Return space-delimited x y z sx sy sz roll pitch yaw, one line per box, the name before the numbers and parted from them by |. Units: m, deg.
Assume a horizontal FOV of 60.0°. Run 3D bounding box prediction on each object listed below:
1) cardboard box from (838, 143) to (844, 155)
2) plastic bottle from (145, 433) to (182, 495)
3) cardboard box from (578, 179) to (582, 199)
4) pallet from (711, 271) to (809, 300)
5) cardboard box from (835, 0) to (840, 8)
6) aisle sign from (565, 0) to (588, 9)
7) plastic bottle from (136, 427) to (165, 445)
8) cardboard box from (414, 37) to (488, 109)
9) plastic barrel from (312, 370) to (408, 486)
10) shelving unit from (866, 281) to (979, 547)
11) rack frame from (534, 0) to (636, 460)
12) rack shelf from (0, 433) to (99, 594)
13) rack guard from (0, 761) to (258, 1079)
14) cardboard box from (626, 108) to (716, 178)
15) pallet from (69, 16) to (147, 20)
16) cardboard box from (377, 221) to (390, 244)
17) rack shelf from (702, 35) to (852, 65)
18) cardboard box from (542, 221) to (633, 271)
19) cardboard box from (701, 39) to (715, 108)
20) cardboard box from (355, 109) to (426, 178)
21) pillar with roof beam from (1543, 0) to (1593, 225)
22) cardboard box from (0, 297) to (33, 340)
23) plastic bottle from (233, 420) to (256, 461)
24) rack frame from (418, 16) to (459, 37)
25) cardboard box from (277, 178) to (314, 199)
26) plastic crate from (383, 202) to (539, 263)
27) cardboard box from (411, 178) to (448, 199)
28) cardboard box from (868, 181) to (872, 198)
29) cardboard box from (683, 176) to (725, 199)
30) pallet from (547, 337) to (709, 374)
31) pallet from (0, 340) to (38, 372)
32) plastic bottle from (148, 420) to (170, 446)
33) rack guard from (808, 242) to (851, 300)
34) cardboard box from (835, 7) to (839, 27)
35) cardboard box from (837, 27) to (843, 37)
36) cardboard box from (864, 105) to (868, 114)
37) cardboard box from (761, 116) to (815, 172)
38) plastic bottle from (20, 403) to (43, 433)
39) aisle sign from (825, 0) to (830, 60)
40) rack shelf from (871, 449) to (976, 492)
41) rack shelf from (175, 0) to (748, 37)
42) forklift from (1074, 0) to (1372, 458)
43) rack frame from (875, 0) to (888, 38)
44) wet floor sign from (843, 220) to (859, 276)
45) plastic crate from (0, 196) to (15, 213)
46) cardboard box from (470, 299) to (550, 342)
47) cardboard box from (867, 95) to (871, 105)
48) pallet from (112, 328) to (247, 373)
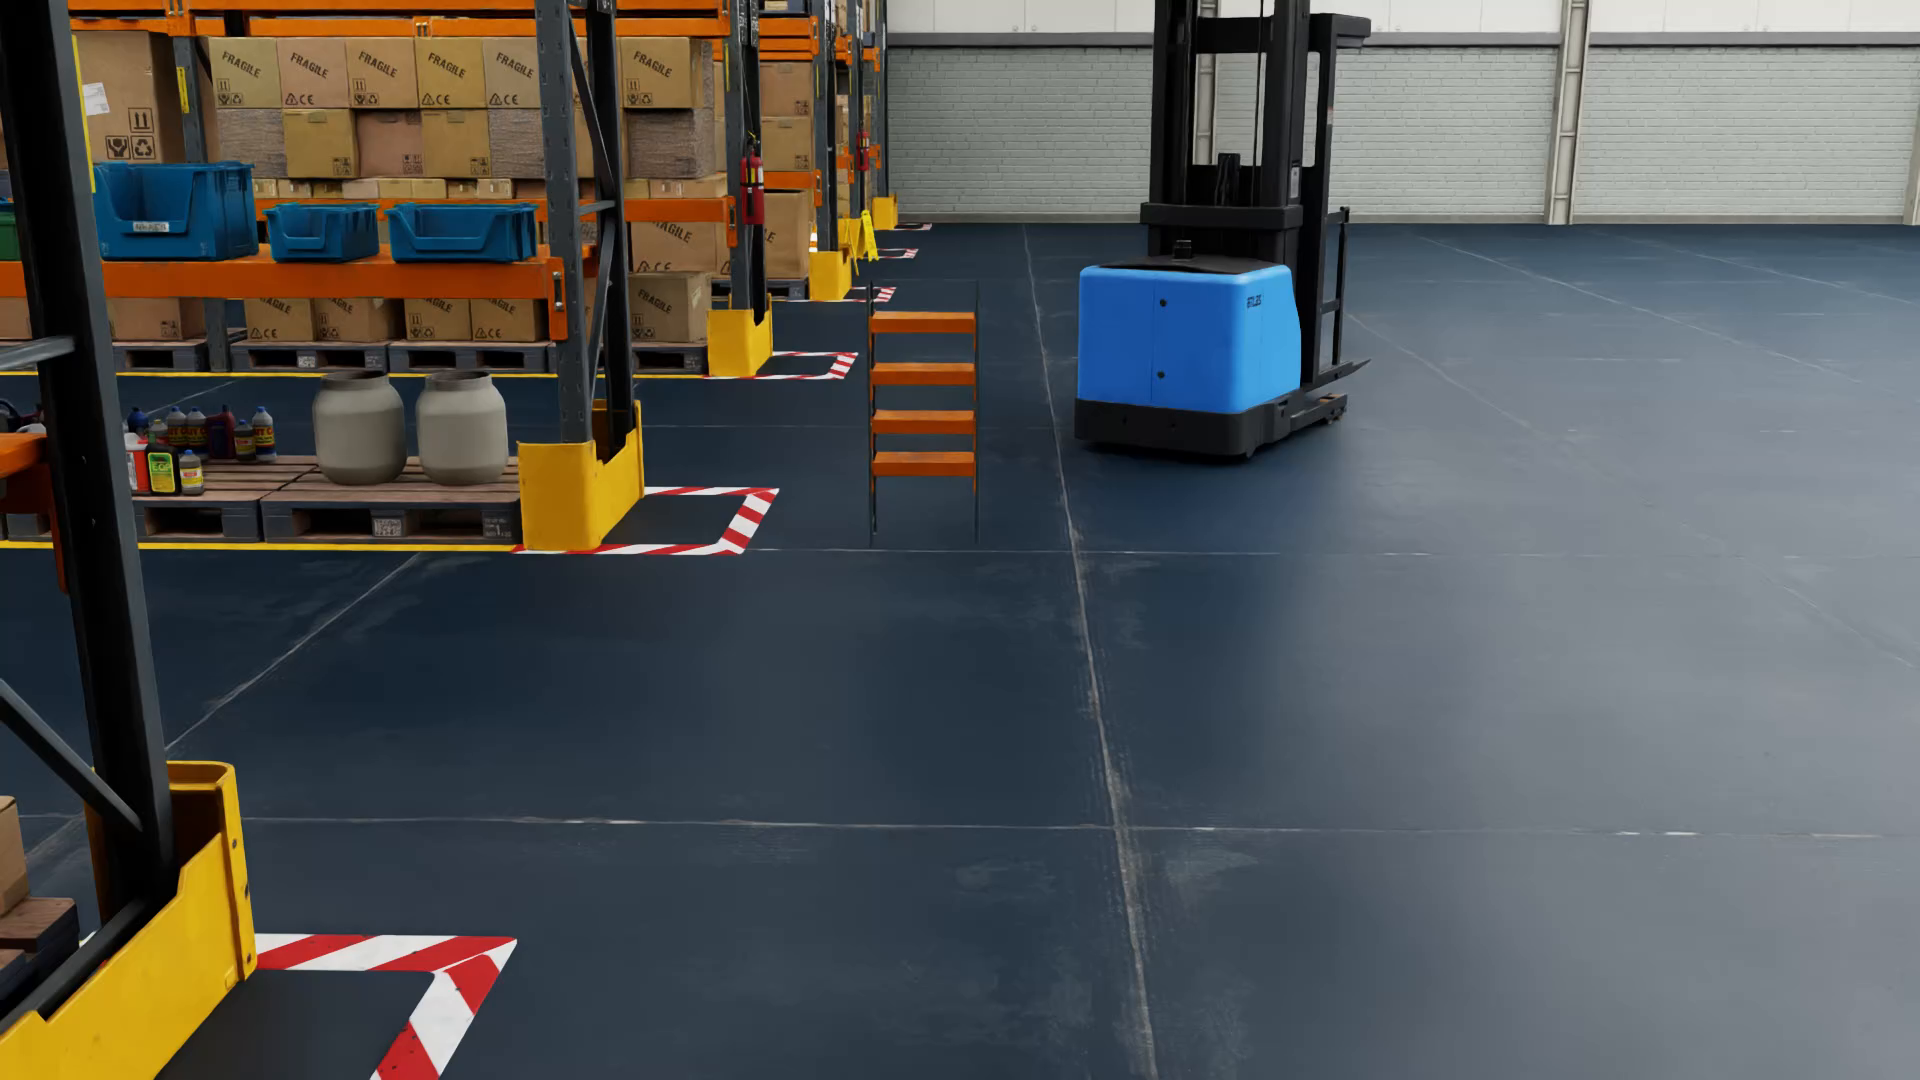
cardboard box | -1.715 -5.285 22.483 0.250 0.149 0.380 0 15 2
plastic bottle | -3.725 -0.356 7.774 0.133 0.283 0.061 1 15 3
cardboard box | -2.924 -2.660 12.534 0.250 0.149 0.380 0 15 1
pallet | -2.208 -2.725 17.755 1.213 0.211 1.003 0 15 1
cardboard box | -1.731 -7.120 21.996 0.250 0.149 0.380 0 15 1
aisle sign | -1.696 -2.742 7.256 0.004 0.787 0.394 0 15 1
plastic bottle | -3.857 -0.396 7.924 0.133 0.283 0.061 0 15 1
cardboard box | -3.690 -3.451 12.302 0.500 0.500 0.500 0 15 1
plastic barrel | -2.922 -0.549 8.095 0.421 0.512 0.421 0 15 0
shelving unit | -0.165 -0.581 7.691 0.503 1.200 0.258 0 15 1
rack frame | -1.761 -1.561 7.876 0.127 3.000 1.000 0 15 1
rack shelf | -3.890 0.037 3.230 4.000 0.370 1.077 0 15 1
rack guard | -1.867 0.911 3.407 0.348 0.500 1.175 0 15 1
cardboard box | -2.183 -3.027 12.653 0.500 0.500 0.875 0 15 1
pallet | -8.759 -5.509 17.330 1.003 0.211 1.213 1 15 4
cardboard box | -6.028 -3.211 17.716 0.750 0.750 1.050 0 15 1
rack shelf | -3.380 -6.467 22.001 4.000 0.370 1.077 0 15 1
cardboard box | -3.877 -3.263 17.670 0.875 0.875 0.875 0 15 2
cardboard box | -2.177 -3.573 12.763 0.500 0.500 0.500 0 15 1
cardboard box | -4.183 -3.034 12.680 0.500 0.500 0.875 0 15 1
pillar with roof beam | 9.955 -8.576 22.706 0.400 9.000 9.100 0 15 1
cardboard box | -7.282 -1.875 13.105 0.500 0.500 0.700 -1 15 -3
plastic bottle | -3.669 -0.513 8.526 0.097 0.201 0.097 0 15 0
rack frame | -5.405 -4.114 17.554 0.127 3.000 1.000 0 15 1
cardboard box | -4.925 -2.651 12.500 0.250 0.149 0.380 0 15 1
plastic crate | -2.269 -1.416 7.618 0.616 0.251 0.499 0 15 1
cardboard box | -3.926 -2.644 12.474 0.250 0.149 0.380 0 15 1
cardboard box | -1.723 -5.788 27.487 0.500 0.250 0.500 1 15 2
cardboard box | -1.924 -2.652 12.503 0.250 0.149 0.380 0 15 1
pallet | -2.521 -1.491 13.076 1.213 0.211 1.003 0 15 1
pallet | -7.634 -1.514 13.164 1.213 0.211 1.003 0 15 1
plastic bottle | -4.107 -0.515 8.536 0.097 0.201 0.097 0 15 0
rack guard | -1.383 -2.879 17.774 0.348 0.500 1.175 0 15 1
cardboard box | -1.877 -6.944 22.111 0.500 0.250 0.500 0 15 0
cardboard box | -1.704 -6.765 22.214 0.250 0.149 0.380 0 15 1
cardboard box | -1.612 -6.910 26.683 0.250 0.149 0.380 1 15 2
cardboard box | -1.779 -4.152 17.402 0.550 0.550 0.875 0 15 1
plastic bottle | -4.752 -0.564 8.560 0.133 0.283 0.061 1 15 5
aisle sign | -1.343 -5.268 16.832 0.004 0.787 0.394 0 15 1
rack shelf | -0.165 -0.324 7.759 0.480 0.148 0.258 0 15 1
rack shelf | -3.634 -3.940 12.422 4.000 0.370 1.077 0 15 1
forklift | 1.867 -2.212 10.477 1.130 2.935 3.031 9 17 30
rack frame | -1.258 -9.518 26.275 0.127 3.000 1.000 0 15 1
wet floor sign | -1.327 -3.455 19.669 0.232 0.644 0.267 -2 15 -8
plastic crate | -4.646 -1.577 8.229 0.616 0.251 0.499 0 15 1
cardboard box | -3.482 -1.831 12.976 0.500 0.500 0.500 2 15 7
cardboard box | -1.588 -7.180 27.122 0.250 0.149 0.380 0 15 0
pallet | -6.411 -1.506 13.136 1.213 0.211 1.003 0 15 1
